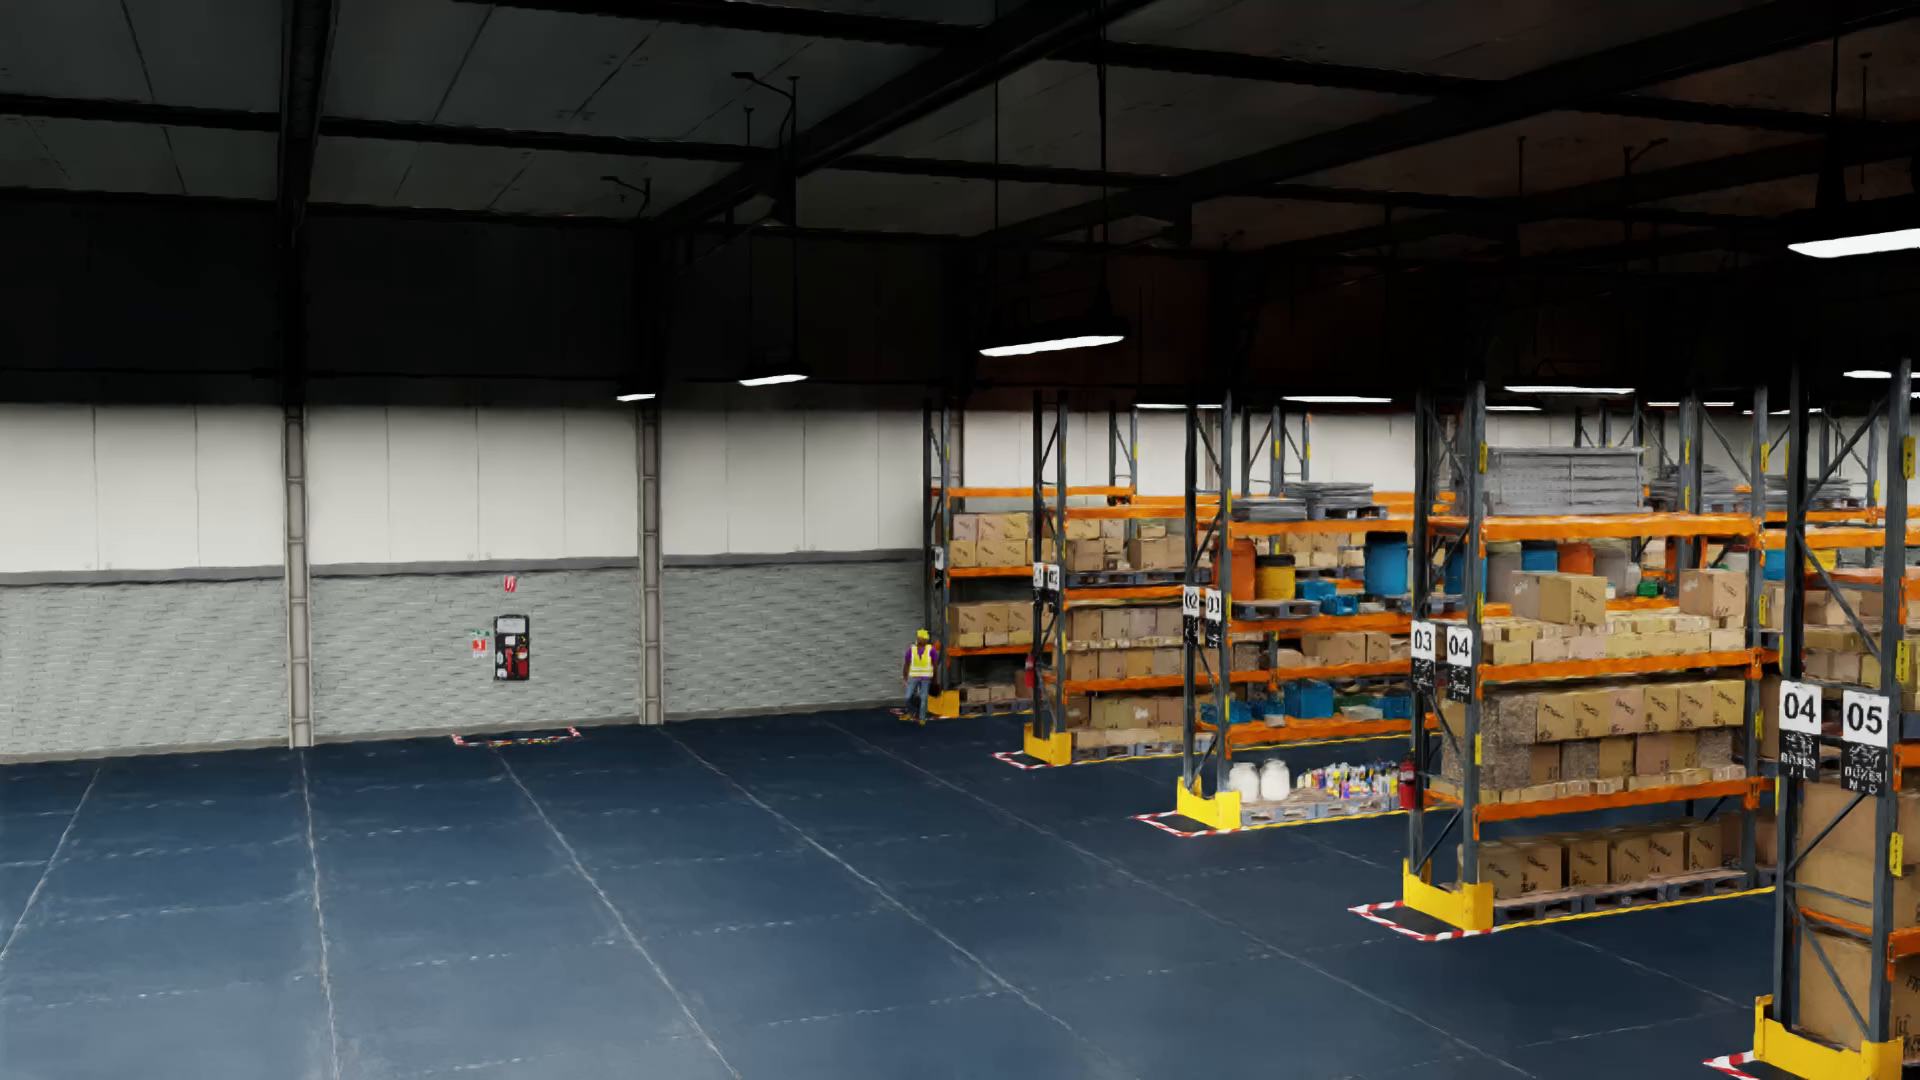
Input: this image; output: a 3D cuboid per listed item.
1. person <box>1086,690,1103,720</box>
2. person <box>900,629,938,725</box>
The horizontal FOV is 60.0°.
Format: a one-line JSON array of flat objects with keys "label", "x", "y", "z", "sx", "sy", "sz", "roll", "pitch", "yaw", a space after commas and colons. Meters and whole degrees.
[{"label": "person", "x": 2.535, "y": 2.534, "z": 30.678, "sx": 0.432, "sy": 1.636, "sz": 0.527, "roll": 3, "pitch": 4, "yaw": 39}, {"label": "person", "x": -0.760, "y": 2.488, "z": 30.324, "sx": 0.720, "sy": 1.761, "sz": 0.464, "roll": 0, "pitch": 3, "yaw": 6}]
